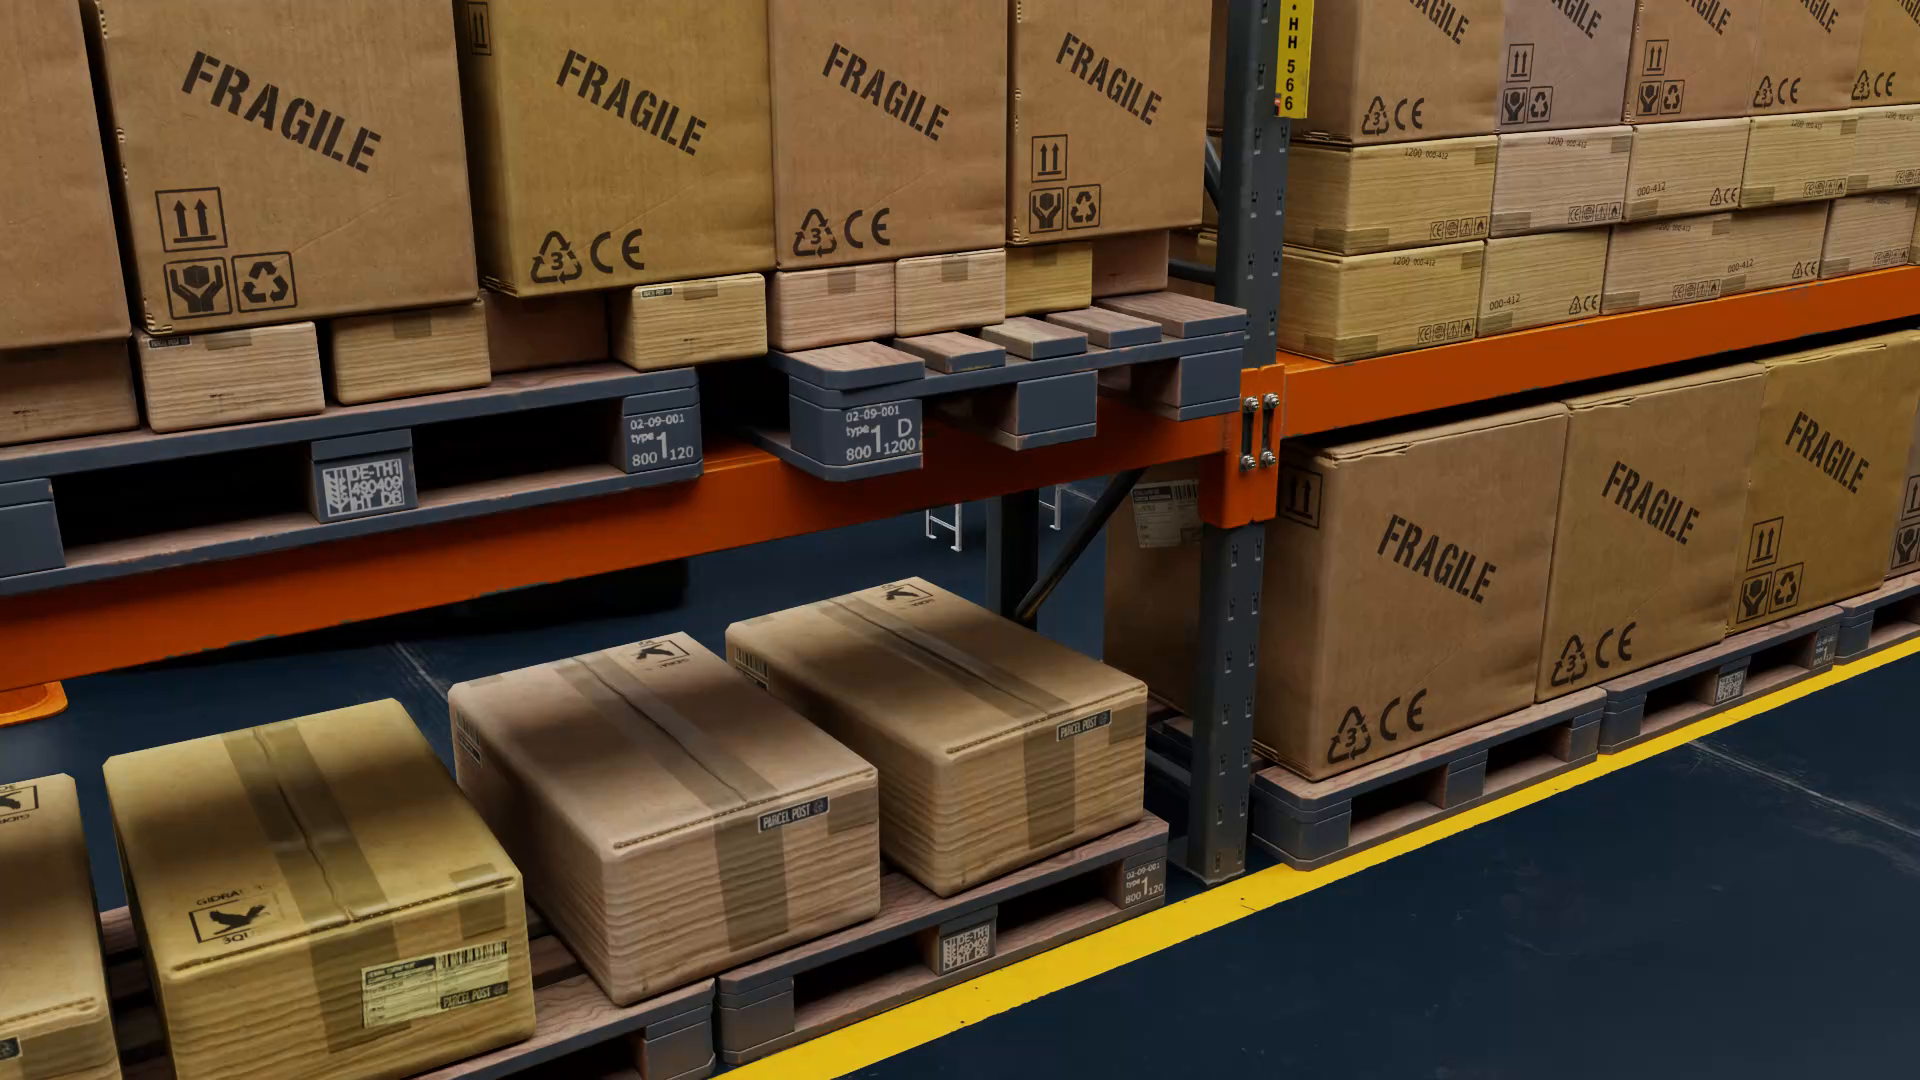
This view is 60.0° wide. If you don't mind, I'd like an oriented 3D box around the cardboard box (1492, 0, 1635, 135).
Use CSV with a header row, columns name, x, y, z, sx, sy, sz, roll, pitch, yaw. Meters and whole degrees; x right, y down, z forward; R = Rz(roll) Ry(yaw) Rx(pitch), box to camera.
name,x,y,z,sx,sy,sz,roll,pitch,yaw
cardboard box,1.353,-1.324,4.260,0.500,0.500,0.500,-12,22,-31

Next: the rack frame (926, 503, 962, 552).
name,x,y,z,sx,sy,sz,roll,pitch,yaw
rack frame,-0.066,-0.555,6.512,0.015,1.200,0.240,-12,22,-31

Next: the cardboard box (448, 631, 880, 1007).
name,x,y,z,sx,sy,sz,roll,pitch,yaw
cardboard box,-0.691,0.584,3.783,0.625,0.372,0.950,-12,22,-32

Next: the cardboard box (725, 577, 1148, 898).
name,x,y,z,sx,sy,sz,roll,pitch,yaw
cardboard box,-0.079,0.451,4.173,0.625,0.372,0.950,-14,23,-35

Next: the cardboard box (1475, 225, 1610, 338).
name,x,y,z,sx,sy,sz,roll,pitch,yaw
cardboard box,1.364,-0.734,4.468,0.500,0.250,0.500,-13,22,-33

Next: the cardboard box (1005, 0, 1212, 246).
name,x,y,z,sx,sy,sz,roll,pitch,yaw
cardboard box,0.171,-0.924,3.519,0.500,0.500,0.500,-13,22,-33

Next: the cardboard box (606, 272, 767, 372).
name,x,y,z,sx,sy,sz,roll,pitch,yaw
cardboard box,-0.553,-0.433,3.079,0.250,0.149,0.380,-11,22,-30

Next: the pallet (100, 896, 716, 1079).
name,x,y,z,sx,sy,sz,roll,pitch,yaw
pallet,-1.273,0.980,3.515,1.213,0.211,1.003,-12,22,-31

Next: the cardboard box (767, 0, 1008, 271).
name,x,y,z,sx,sy,sz,roll,pitch,yaw
cardboard box,-0.254,-0.830,3.240,0.500,0.500,0.500,-12,22,-32

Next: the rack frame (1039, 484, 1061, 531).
name,x,y,z,sx,sy,sz,roll,pitch,yaw
rack frame,0.342,-0.641,6.766,0.015,1.200,0.240,-12,22,-31

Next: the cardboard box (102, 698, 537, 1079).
name,x,y,z,sx,sy,sz,roll,pitch,yaw
cardboard box,-1.328,0.716,3.392,0.625,0.372,0.950,-11,22,-30

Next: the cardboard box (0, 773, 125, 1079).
name,x,y,z,sx,sy,sz,roll,pitch,yaw
cardboard box,-1.907,0.839,3.028,0.625,0.372,0.950,-10,21,-28

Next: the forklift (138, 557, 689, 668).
name,x,y,z,sx,sy,sz,roll,pitch,yaw
forklift,-2.561,-1.154,5.581,3.031,2.935,1.130,-6,20,-16

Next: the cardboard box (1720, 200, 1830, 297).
name,x,y,z,sx,sy,sz,roll,pitch,yaw
cardboard box,2.216,-0.913,4.996,0.500,0.250,0.500,-12,22,-31

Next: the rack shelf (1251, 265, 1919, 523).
name,x,y,z,sx,sy,sz,roll,pitch,yaw
rack shelf,2.068,-0.703,5.263,4.000,0.370,1.077,-12,22,-31

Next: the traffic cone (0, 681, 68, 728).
name,x,y,z,sx,sy,sz,roll,pitch,yaw
traffic cone,-2.985,0.304,5.124,0.334,0.463,0.336,-12,22,-31

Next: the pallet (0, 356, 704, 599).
name,x,y,z,sx,sy,sz,roll,pitch,yaw
pallet,-1.233,-0.241,3.073,1.213,0.211,1.003,-12,22,-31

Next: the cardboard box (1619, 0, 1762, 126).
name,x,y,z,sx,sy,sz,roll,pitch,yaw
cardboard box,1.794,-1.411,4.517,0.500,0.500,0.500,-11,22,-30

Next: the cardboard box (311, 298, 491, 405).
name,x,y,z,sx,sy,sz,roll,pitch,yaw
cardboard box,-0.997,-0.357,2.852,0.250,0.149,0.380,-13,22,-33

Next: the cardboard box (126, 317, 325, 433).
name,x,y,z,sx,sy,sz,roll,pitch,yaw
cardboard box,-1.203,-0.302,2.690,0.250,0.149,0.380,-11,22,-29

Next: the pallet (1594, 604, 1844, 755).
name,x,y,z,sx,sy,sz,roll,pitch,yaw
pallet,2.116,0.297,5.536,1.213,0.211,1.003,-12,22,-31

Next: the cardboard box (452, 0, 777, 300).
name,x,y,z,sx,sy,sz,roll,pitch,yaw
cardboard box,-0.675,-0.741,2.977,0.500,0.500,0.500,-14,23,-35

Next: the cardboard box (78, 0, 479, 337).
name,x,y,z,sx,sy,sz,roll,pitch,yaw
cardboard box,-1.132,-0.645,2.693,0.500,0.500,0.500,-13,23,-34

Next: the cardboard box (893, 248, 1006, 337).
name,x,y,z,sx,sy,sz,roll,pitch,yaw
cardboard box,-0.116,-0.528,3.359,0.250,0.149,0.380,-12,22,-32

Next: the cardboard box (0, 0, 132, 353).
name,x,y,z,sx,sy,sz,roll,pitch,yaw
cardboard box,-1.555,-0.552,2.417,0.500,0.500,0.500,-12,22,-32

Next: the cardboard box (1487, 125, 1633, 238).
name,x,y,z,sx,sy,sz,roll,pitch,yaw
cardboard box,1.389,-0.971,4.387,0.500,0.250,0.500,-11,22,-30

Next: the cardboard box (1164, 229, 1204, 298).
name,x,y,z,sx,sy,sz,roll,pitch,yaw
cardboard box,0.678,-0.779,4.599,0.500,0.250,0.500,-13,23,-33

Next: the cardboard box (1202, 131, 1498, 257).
name,x,y,z,sx,sy,sz,roll,pitch,yaw
cardboard box,0.957,-0.880,4.119,0.500,0.250,0.500,-12,22,-32

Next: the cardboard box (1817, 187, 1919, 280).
name,x,y,z,sx,sy,sz,roll,pitch,yaw
cardboard box,2.645,-1.005,5.269,0.500,0.250,0.500,-13,22,-33

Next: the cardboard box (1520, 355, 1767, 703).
name,x,y,z,sx,sy,sz,roll,pitch,yaw
cardboard box,1.768,-0.139,5.135,0.875,0.875,0.875,-12,22,-31

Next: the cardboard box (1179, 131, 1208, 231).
name,x,y,z,sx,sy,sz,roll,pitch,yaw
cardboard box,0.663,-1.010,4.504,0.500,0.250,0.500,-12,22,-32

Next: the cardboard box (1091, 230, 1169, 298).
name,x,y,z,sx,sy,sz,roll,pitch,yaw
cardboard box,0.254,-0.651,3.722,0.250,0.149,0.380,-11,22,-29

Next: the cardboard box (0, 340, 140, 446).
name,x,y,z,sx,sy,sz,roll,pitch,yaw
cardboard box,-1.454,-0.269,2.593,0.250,0.149,0.380,-12,22,-31

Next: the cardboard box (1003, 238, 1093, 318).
name,x,y,z,sx,sy,sz,roll,pitch,yaw
cardboard box,0.070,-0.584,3.525,0.250,0.149,0.380,-12,22,-31

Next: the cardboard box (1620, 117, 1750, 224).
name,x,y,z,sx,sy,sz,roll,pitch,yaw
cardboard box,1.812,-1.056,4.637,0.500,0.250,0.500,-12,22,-32

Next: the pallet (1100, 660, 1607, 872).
name,x,y,z,sx,sy,sz,roll,pitch,yaw
pallet,1.098,0.511,4.904,1.213,0.211,1.003,-12,22,-31

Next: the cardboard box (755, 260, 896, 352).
name,x,y,z,sx,sy,sz,roll,pitch,yaw
cardboard box,-0.331,-0.485,3.234,0.250,0.149,0.380,-13,23,-34

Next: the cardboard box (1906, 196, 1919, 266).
name,x,y,z,sx,sy,sz,roll,pitch,yaw
cardboard box,3.077,-1.089,5.517,0.500,0.250,0.500,-12,22,-32

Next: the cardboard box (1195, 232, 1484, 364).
name,x,y,z,sx,sy,sz,roll,pitch,yaw
cardboard box,0.945,-0.639,4.186,0.500,0.250,0.500,-12,22,-32

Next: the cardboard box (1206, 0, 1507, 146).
name,x,y,z,sx,sy,sz,roll,pitch,yaw
cardboard box,0.945,-1.234,3.994,0.500,0.500,0.500,-13,22,-33

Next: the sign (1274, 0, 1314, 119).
name,x,y,z,sx,sy,sz,roll,pitch,yaw
sign,0.704,-1.059,3.509,0.005,0.325,0.100,-12,22,-31

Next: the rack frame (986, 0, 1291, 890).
name,x,y,z,sx,sy,sz,roll,pitch,yaw
rack frame,0.398,-0.691,4.106,0.127,3.000,1.000,-12,22,-31

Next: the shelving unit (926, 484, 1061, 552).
name,x,y,z,sx,sy,sz,roll,pitch,yaw
shelving unit,0.138,-0.598,6.639,0.503,1.200,0.258,-12,22,-31

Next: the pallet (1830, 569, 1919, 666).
name,x,y,z,sx,sy,sz,roll,pitch,yaw
pallet,3.136,0.081,6.175,1.213,0.211,1.003,-12,22,-31

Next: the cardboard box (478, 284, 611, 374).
name,x,y,z,sx,sy,sz,roll,pitch,yaw
cardboard box,-0.832,-0.423,3.048,0.250,0.149,0.380,-12,22,-31

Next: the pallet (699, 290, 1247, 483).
name,x,y,z,sx,sy,sz,roll,pitch,yaw
pallet,-0.138,-0.446,3.681,1.003,0.211,1.213,-12,22,-31

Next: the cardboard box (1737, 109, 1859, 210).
name,x,y,z,sx,sy,sz,roll,pitch,yaw
cardboard box,2.243,-1.141,4.891,0.500,0.250,0.500,-11,22,-30

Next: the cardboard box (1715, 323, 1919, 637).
name,x,y,z,sx,sy,sz,roll,pitch,yaw
cardboard box,2.515,-0.297,5.600,0.875,0.875,0.875,-11,22,-30

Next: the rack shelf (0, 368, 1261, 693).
name,x,y,z,sx,sy,sz,roll,pitch,yaw
rack shelf,-1.272,0.002,3.179,4.000,0.370,1.077,-12,22,-31

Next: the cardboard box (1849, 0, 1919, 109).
name,x,y,z,sx,sy,sz,roll,pitch,yaw
cardboard box,2.642,-1.594,5.059,0.500,0.500,0.500,-11,22,-30

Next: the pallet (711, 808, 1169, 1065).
name,x,y,z,sx,sy,sz,roll,pitch,yaw
pallet,-0.255,0.767,4.147,1.213,0.211,1.003,-12,22,-31

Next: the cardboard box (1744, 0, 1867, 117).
name,x,y,z,sx,sy,sz,roll,pitch,yaw
cardboard box,2.217,-1.499,4.777,0.500,0.500,0.500,-12,22,-31

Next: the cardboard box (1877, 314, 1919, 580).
name,x,y,z,sx,sy,sz,roll,pitch,yaw
cardboard box,3.265,-0.458,6.077,0.875,0.875,0.875,-11,22,-30

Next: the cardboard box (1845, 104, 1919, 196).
name,x,y,z,sx,sy,sz,roll,pitch,yaw
cardboard box,2.662,-1.236,5.171,0.500,0.250,0.500,-11,22,-30

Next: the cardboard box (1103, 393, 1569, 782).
name,x,y,z,sx,sy,sz,roll,pitch,yaw
cardboard box,1.021,0.017,4.673,0.875,0.875,0.875,-12,22,-32

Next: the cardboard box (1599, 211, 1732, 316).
name,x,y,z,sx,sy,sz,roll,pitch,yaw
cardboard box,1.806,-0.825,4.736,0.500,0.250,0.500,-11,22,-30
